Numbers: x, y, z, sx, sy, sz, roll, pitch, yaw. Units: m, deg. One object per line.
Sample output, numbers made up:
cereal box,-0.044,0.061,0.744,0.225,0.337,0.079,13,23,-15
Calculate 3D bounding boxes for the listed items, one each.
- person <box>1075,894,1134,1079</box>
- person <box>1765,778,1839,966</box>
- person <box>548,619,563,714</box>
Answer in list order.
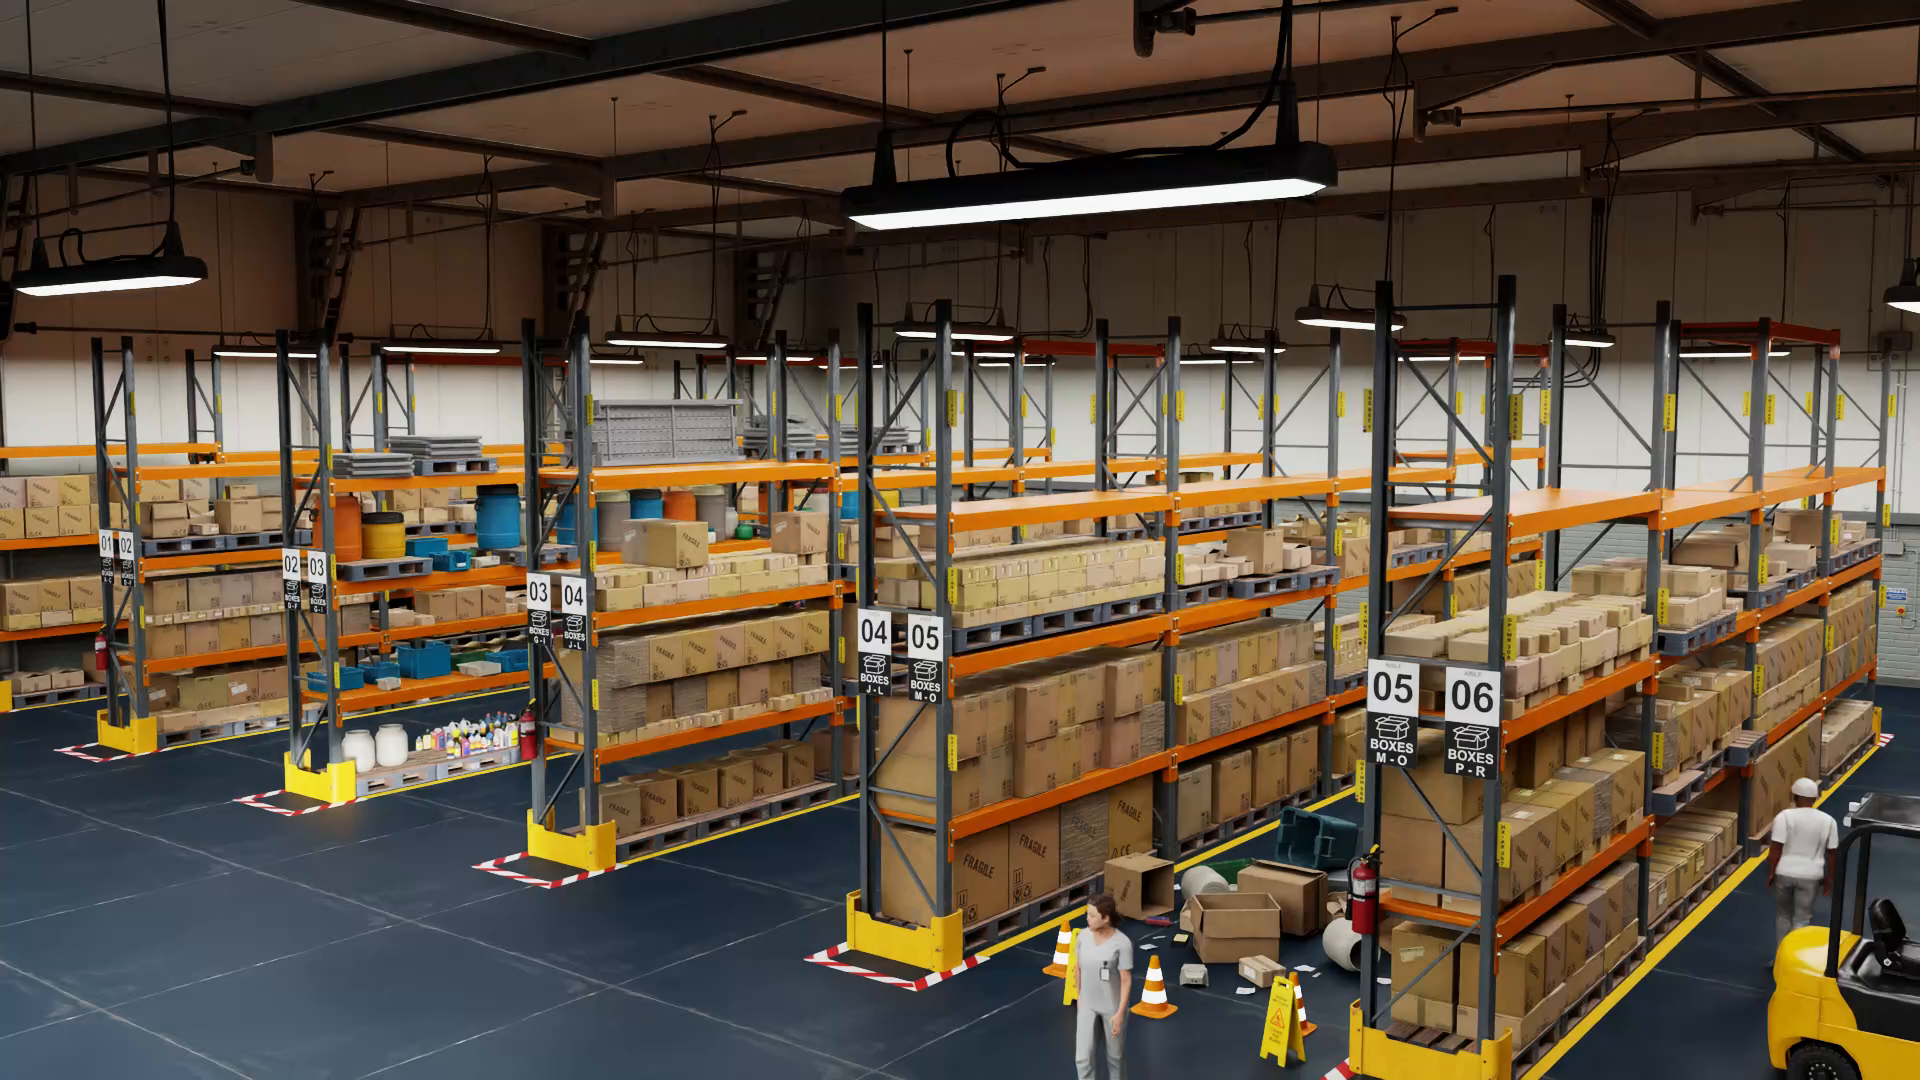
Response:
person,1.006,3.342,11.750,0.470,1.730,0.688,2,5,23
person,7.476,3.027,14.771,0.538,1.809,0.602,3,6,34
person,-6.270,2.013,25.977,0.773,1.770,0.606,4,7,40
